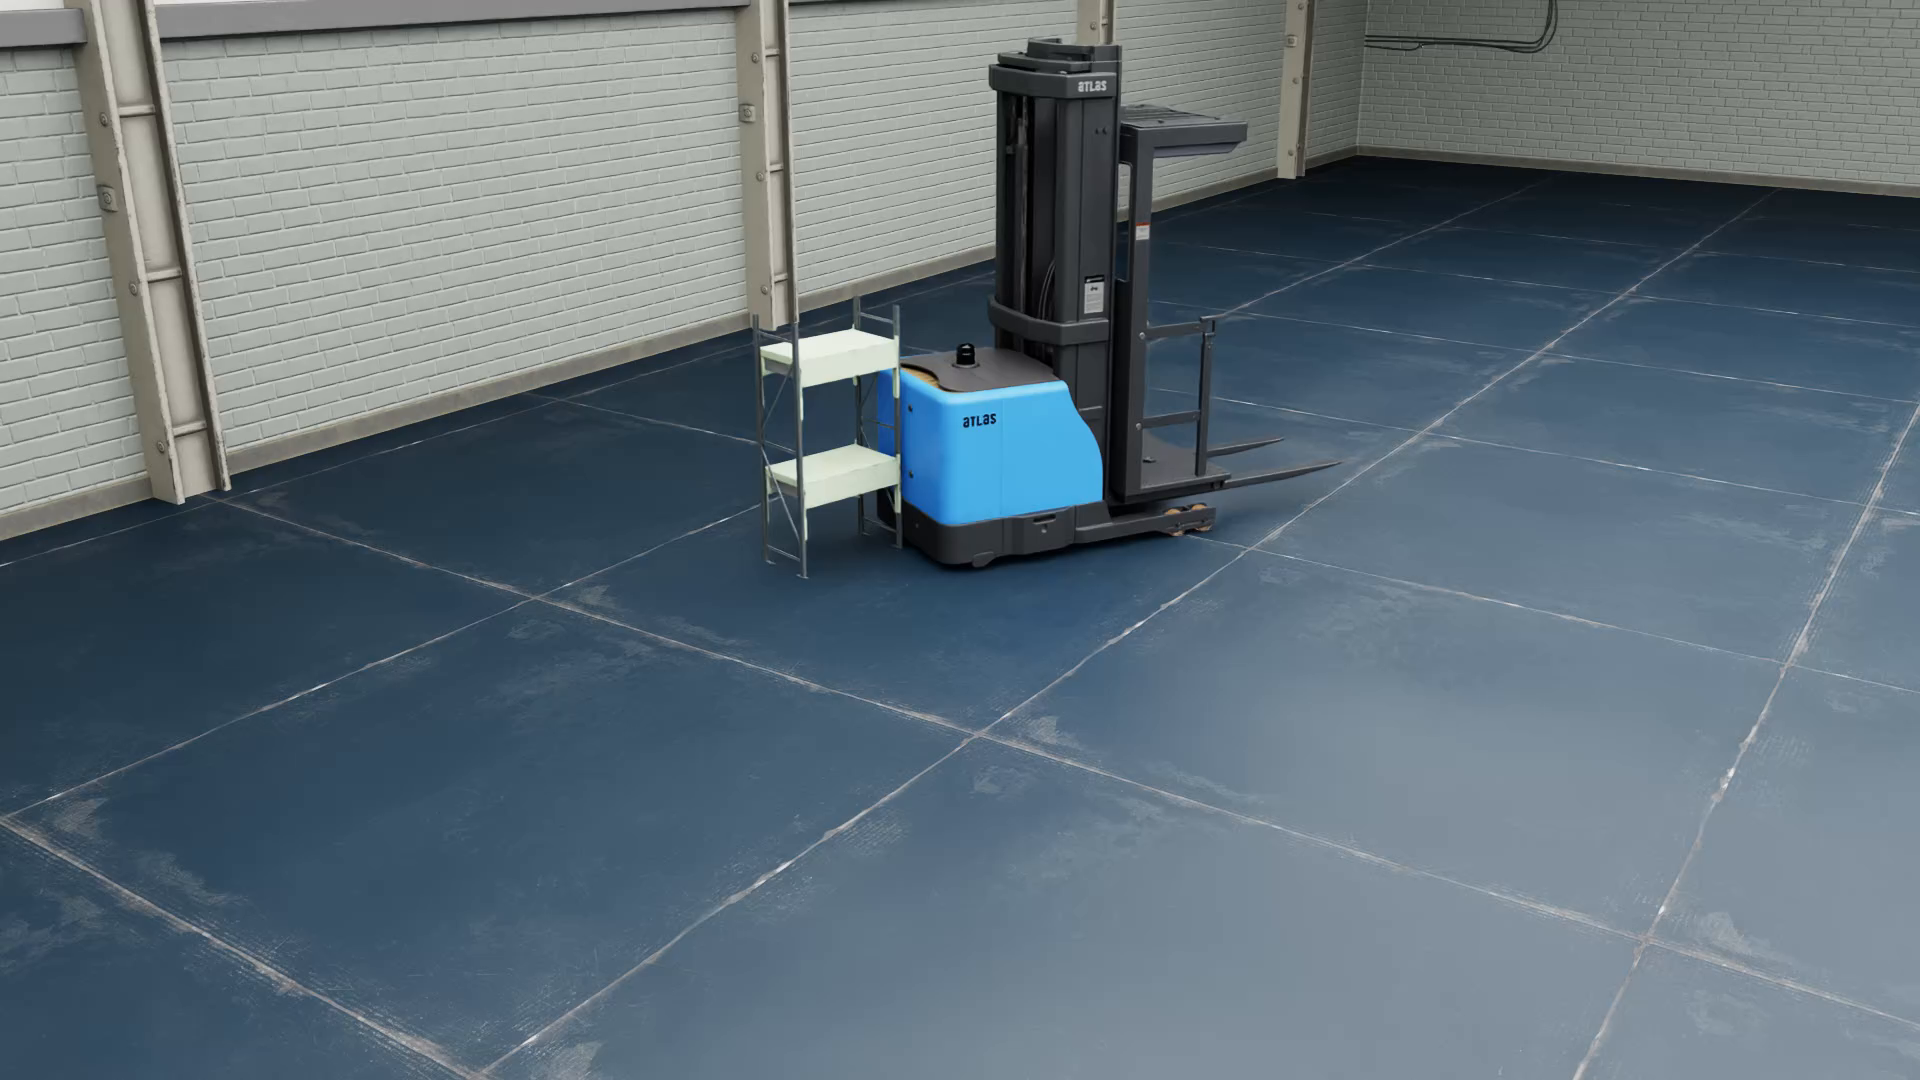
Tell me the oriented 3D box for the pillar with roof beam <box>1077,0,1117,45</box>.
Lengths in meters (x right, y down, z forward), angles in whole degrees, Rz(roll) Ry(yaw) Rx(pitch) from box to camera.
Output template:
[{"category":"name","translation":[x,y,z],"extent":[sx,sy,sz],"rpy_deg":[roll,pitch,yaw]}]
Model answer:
[{"category":"pillar with roof beam","translation":[5.166,-7.142,16.602],"extent":[9.100,9.000,0.400],"rpy_deg":[13,24,32]}]

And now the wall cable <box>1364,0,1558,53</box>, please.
[{"category":"wall cable","translation":[7.729,-8.834,25.652],"extent":[3.097,2.526,0.112],"rpy_deg":[13,24,32]}]

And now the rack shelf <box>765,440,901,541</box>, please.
[{"category":"rack shelf","translation":[-0.761,-0.306,9.869],"extent":[0.720,0.370,0.431],"rpy_deg":[-18,27,-39]}]

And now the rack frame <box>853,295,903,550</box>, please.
[{"category":"rack frame","translation":[-0.491,-0.697,9.988],"extent":[0.023,1.500,0.400],"rpy_deg":[-18,27,-39]}]

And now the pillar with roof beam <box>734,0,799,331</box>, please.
[{"category":"pillar with roof beam","translation":[1.794,-5.420,11.948],"extent":[9.100,9.000,0.400],"rpy_deg":[13,24,32]}]

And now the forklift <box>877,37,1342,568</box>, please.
[{"category":"forklift","translation":[1.031,-1.550,10.229],"extent":[3.031,2.935,1.130],"rpy_deg":[-10,22,-25]}]

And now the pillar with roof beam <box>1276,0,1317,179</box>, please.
[{"category":"pillar with roof beam","translation":[8.539,-8.863,21.256],"extent":[9.100,9.000,0.400],"rpy_deg":[13,24,32]}]

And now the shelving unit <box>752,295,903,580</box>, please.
[{"category":"shelving unit","translation":[-0.761,-0.611,9.756],"extent":[0.755,1.500,0.431],"rpy_deg":[-18,27,-39]}]

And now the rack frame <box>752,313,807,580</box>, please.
[{"category":"rack frame","translation":[-1.031,-0.526,9.524],"extent":[0.023,1.500,0.400],"rpy_deg":[-18,27,-39]}]

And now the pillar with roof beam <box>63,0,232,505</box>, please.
[{"category":"pillar with roof beam","translation":[-1.579,-3.699,7.294],"extent":[9.100,9.000,0.400],"rpy_deg":[13,24,32]}]

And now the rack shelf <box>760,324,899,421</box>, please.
[{"category":"rack shelf","translation":[-0.761,-0.977,9.621],"extent":[0.720,0.370,0.431],"rpy_deg":[-18,27,-39]}]
